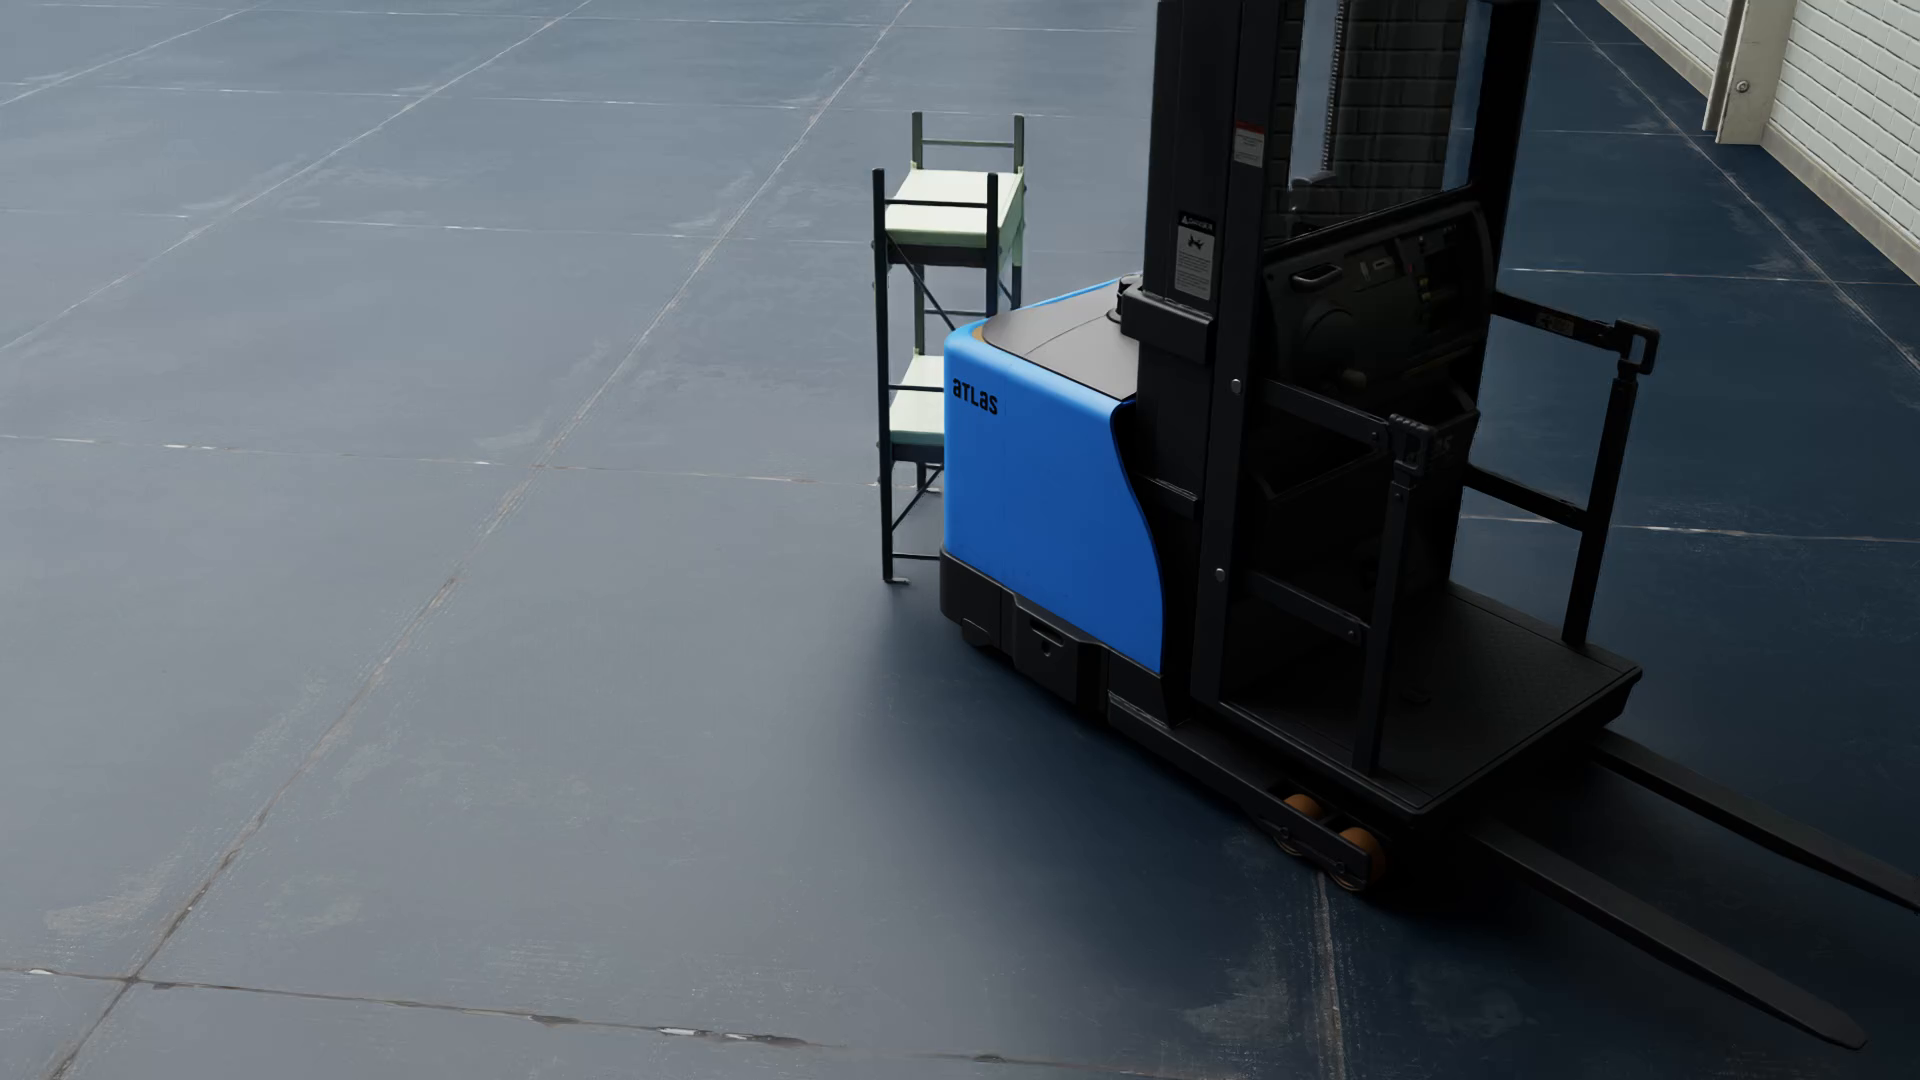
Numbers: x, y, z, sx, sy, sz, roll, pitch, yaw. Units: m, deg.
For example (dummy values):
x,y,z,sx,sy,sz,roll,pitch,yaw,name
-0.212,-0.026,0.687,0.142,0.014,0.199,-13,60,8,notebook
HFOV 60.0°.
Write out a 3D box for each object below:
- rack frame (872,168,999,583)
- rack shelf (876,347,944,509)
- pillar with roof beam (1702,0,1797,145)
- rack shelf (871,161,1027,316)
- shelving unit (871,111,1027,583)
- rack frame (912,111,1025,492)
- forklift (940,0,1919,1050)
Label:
x,y,z,sx,sy,sz,roll,pitch,yaw,name
-0.078,-0.503,5.603,0.400,1.500,0.023,4,29,7,rack frame
-0.025,-0.388,6.077,0.431,0.370,0.720,4,29,7,rack shelf
1.014,-6.972,9.703,9.100,9.000,0.400,3,28,6,pillar with roof beam
-0.025,-1.019,5.737,0.431,0.370,0.720,4,29,7,rack shelf
-0.025,-0.675,5.922,0.431,1.500,0.755,4,29,7,shelving unit
0.029,-0.847,6.241,0.400,1.500,0.023,4,29,7,rack frame
1.267,-0.615,4.301,1.130,2.935,3.031,-22,35,-35,forklift
